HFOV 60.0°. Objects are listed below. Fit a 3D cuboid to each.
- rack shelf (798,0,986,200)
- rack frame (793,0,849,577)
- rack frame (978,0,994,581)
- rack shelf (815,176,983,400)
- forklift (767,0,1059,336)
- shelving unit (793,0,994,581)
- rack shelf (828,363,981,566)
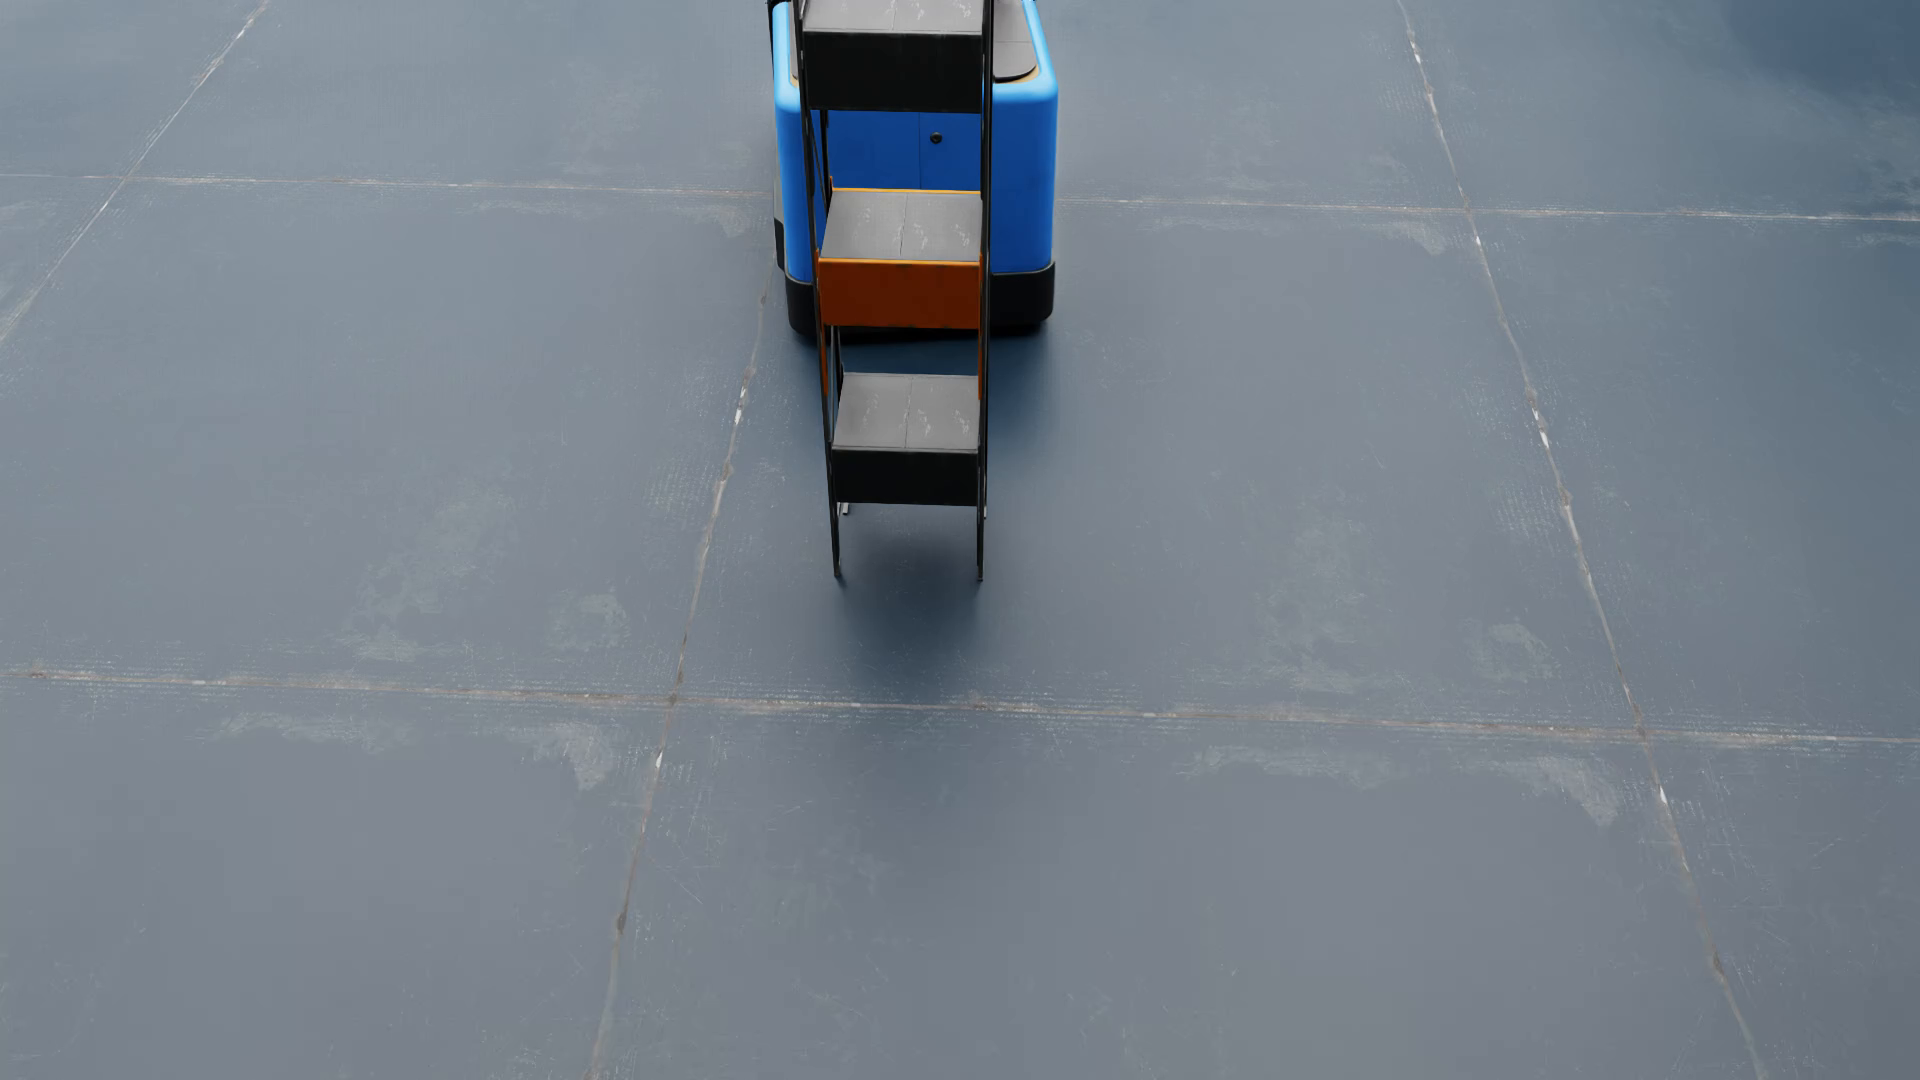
[{"bbox_3d":[-0.165,-1.276,4.572,0.480,0.518,0.431,2,43,2],"label":"rack shelf"},{"bbox_3d":[-0.409,-0.781,5.048,0.015,2.100,0.400,2,43,2],"label":"rack frame"},{"bbox_3d":[0.078,-0.766,5.032,0.015,2.100,0.400,2,43,2],"label":"rack frame"},{"bbox_3d":[-0.165,-0.763,5.049,0.480,0.518,0.431,2,43,2],"label":"rack shelf"},{"bbox_3d":[-0.281,-2.872,6.683,1.130,2.935,3.031,-4,43,-4],"label":"forklift"},{"bbox_3d":[-0.165,-0.773,5.040,0.503,2.100,0.431,2,43,2],"label":"shelving unit"},{"bbox_3d":[-0.165,-0.251,5.526,0.480,0.518,0.431,2,43,2],"label":"rack shelf"}]
